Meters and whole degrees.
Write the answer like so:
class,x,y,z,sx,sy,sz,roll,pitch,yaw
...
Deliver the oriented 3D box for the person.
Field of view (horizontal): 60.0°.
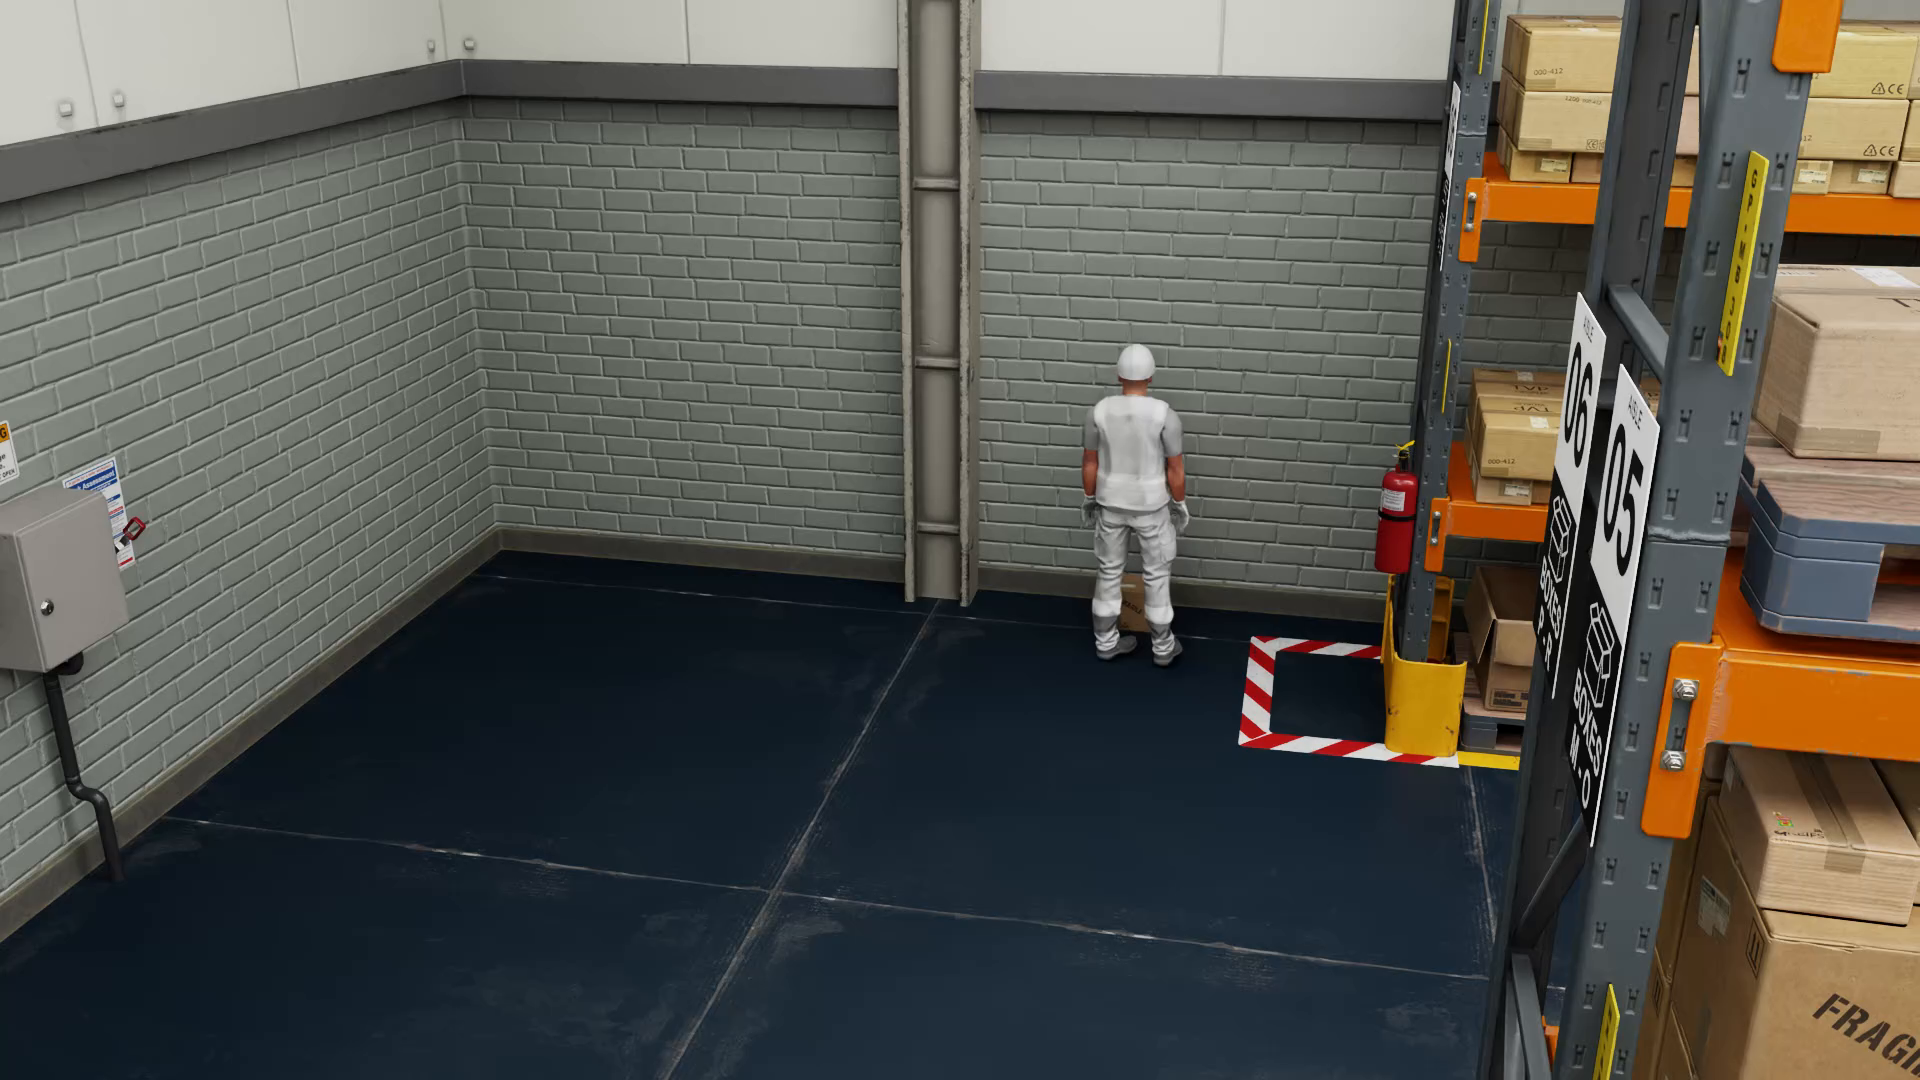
class,x,y,z,sx,sy,sz,roll,pitch,yaw
person,0.947,-0.174,9.014,0.587,1.749,0.382,7,22,18
